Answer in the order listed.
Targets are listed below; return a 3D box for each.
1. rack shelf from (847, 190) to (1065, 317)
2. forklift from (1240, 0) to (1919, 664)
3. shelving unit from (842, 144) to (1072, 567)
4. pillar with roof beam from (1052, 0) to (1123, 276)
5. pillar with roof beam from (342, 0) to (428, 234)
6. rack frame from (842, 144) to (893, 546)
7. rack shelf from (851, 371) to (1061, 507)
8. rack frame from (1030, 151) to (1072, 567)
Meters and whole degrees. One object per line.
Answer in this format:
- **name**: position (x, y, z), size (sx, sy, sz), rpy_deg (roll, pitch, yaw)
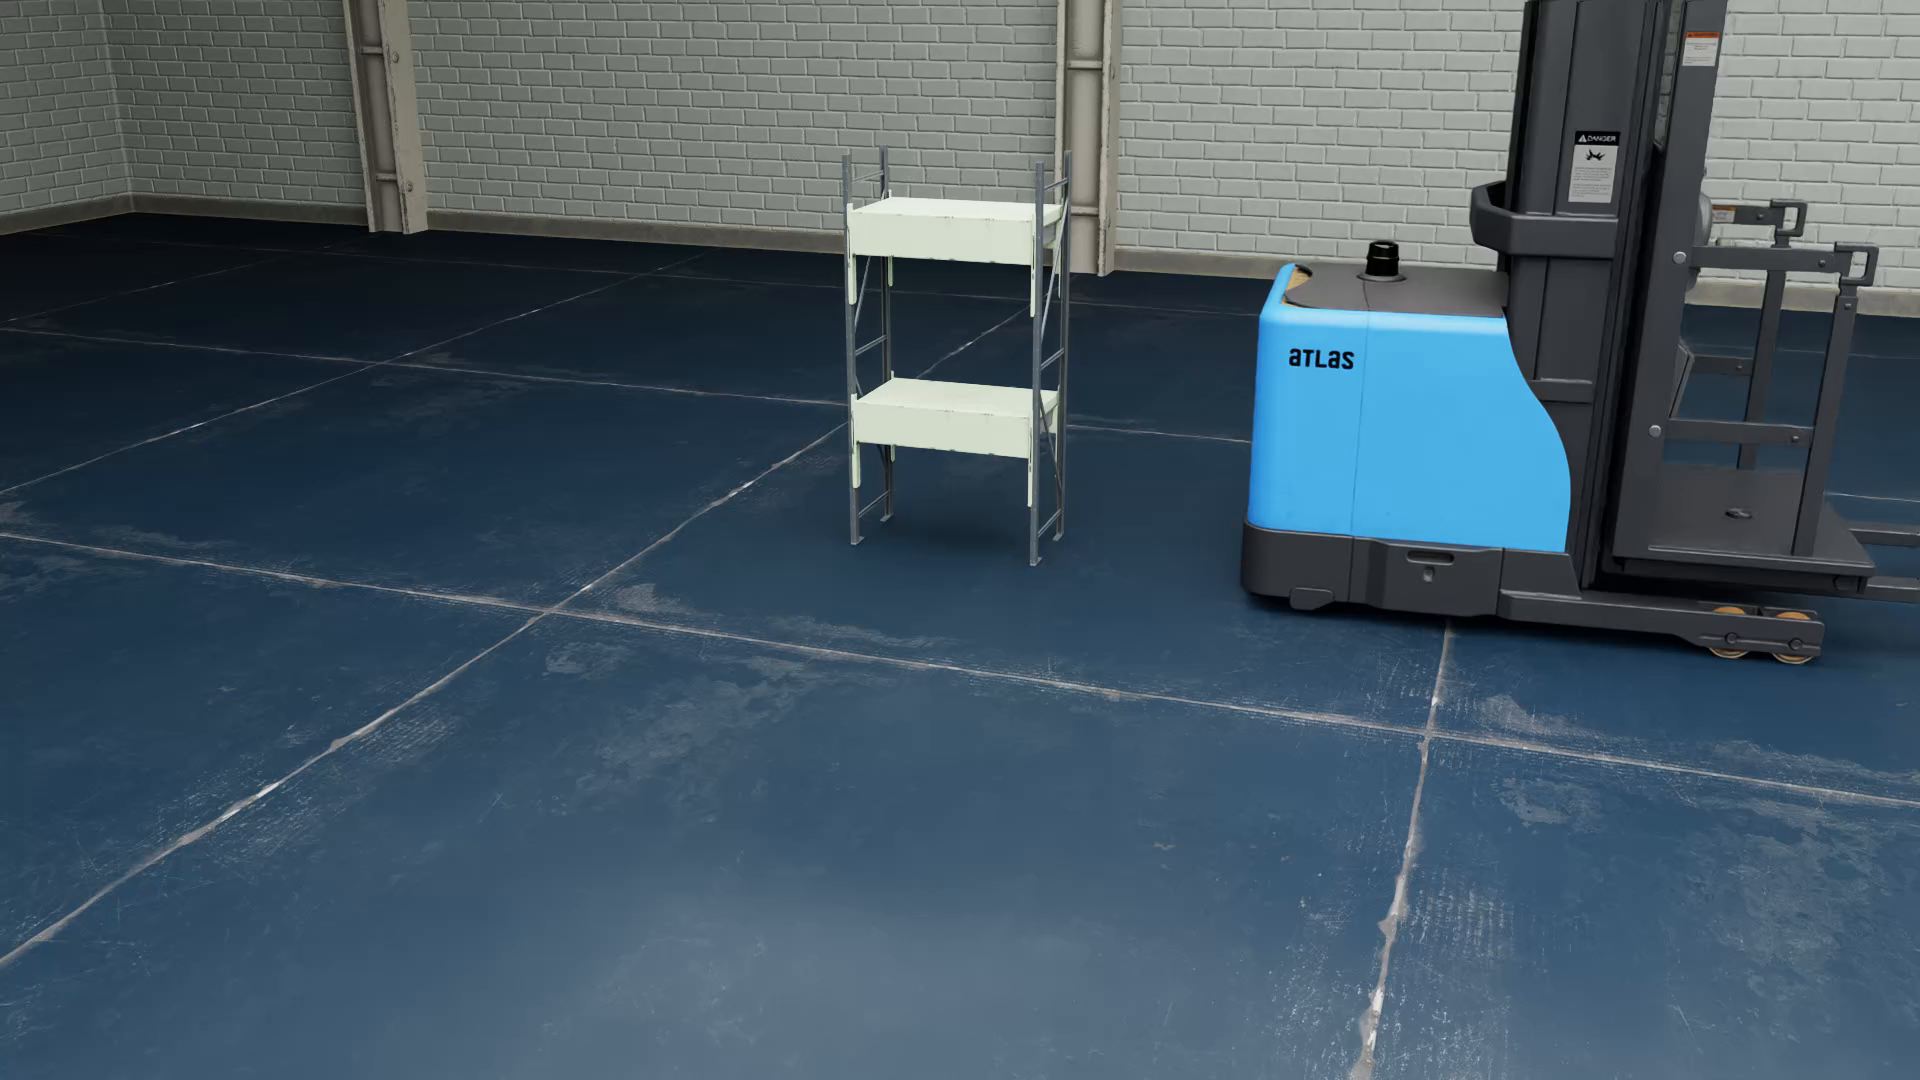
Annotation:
- **rack shelf**: position (-0.006, -1.077, 6.203), size (0.720, 0.370, 0.431), rpy_deg (7, 20, 18)
- **forklift**: position (2.569, -1.173, 5.489), size (3.031, 2.935, 1.130), rpy_deg (5, 20, 14)
- **shelving unit**: position (-0.006, -0.709, 6.331), size (0.755, 1.500, 0.431), rpy_deg (7, 20, 18)
- **pillar with roof beam**: position (-0.502, -4.892, 6.940), size (0.400, 9.000, 9.100), rpy_deg (7, 20, 18)
- **pillar with roof beam**: position (-6.170, -5.540, 8.799), size (0.400, 9.000, 9.100), rpy_deg (7, 20, 18)
- **rack frame**: position (-0.352, -0.748, 6.445), size (0.023, 1.500, 0.400), rpy_deg (7, 20, 18)
- **rack shelf**: position (-0.006, -0.401, 6.439), size (0.720, 0.370, 0.431), rpy_deg (7, 20, 18)
- **rack frame**: position (0.339, -0.669, 6.218), size (0.023, 1.500, 0.400), rpy_deg (7, 20, 18)
